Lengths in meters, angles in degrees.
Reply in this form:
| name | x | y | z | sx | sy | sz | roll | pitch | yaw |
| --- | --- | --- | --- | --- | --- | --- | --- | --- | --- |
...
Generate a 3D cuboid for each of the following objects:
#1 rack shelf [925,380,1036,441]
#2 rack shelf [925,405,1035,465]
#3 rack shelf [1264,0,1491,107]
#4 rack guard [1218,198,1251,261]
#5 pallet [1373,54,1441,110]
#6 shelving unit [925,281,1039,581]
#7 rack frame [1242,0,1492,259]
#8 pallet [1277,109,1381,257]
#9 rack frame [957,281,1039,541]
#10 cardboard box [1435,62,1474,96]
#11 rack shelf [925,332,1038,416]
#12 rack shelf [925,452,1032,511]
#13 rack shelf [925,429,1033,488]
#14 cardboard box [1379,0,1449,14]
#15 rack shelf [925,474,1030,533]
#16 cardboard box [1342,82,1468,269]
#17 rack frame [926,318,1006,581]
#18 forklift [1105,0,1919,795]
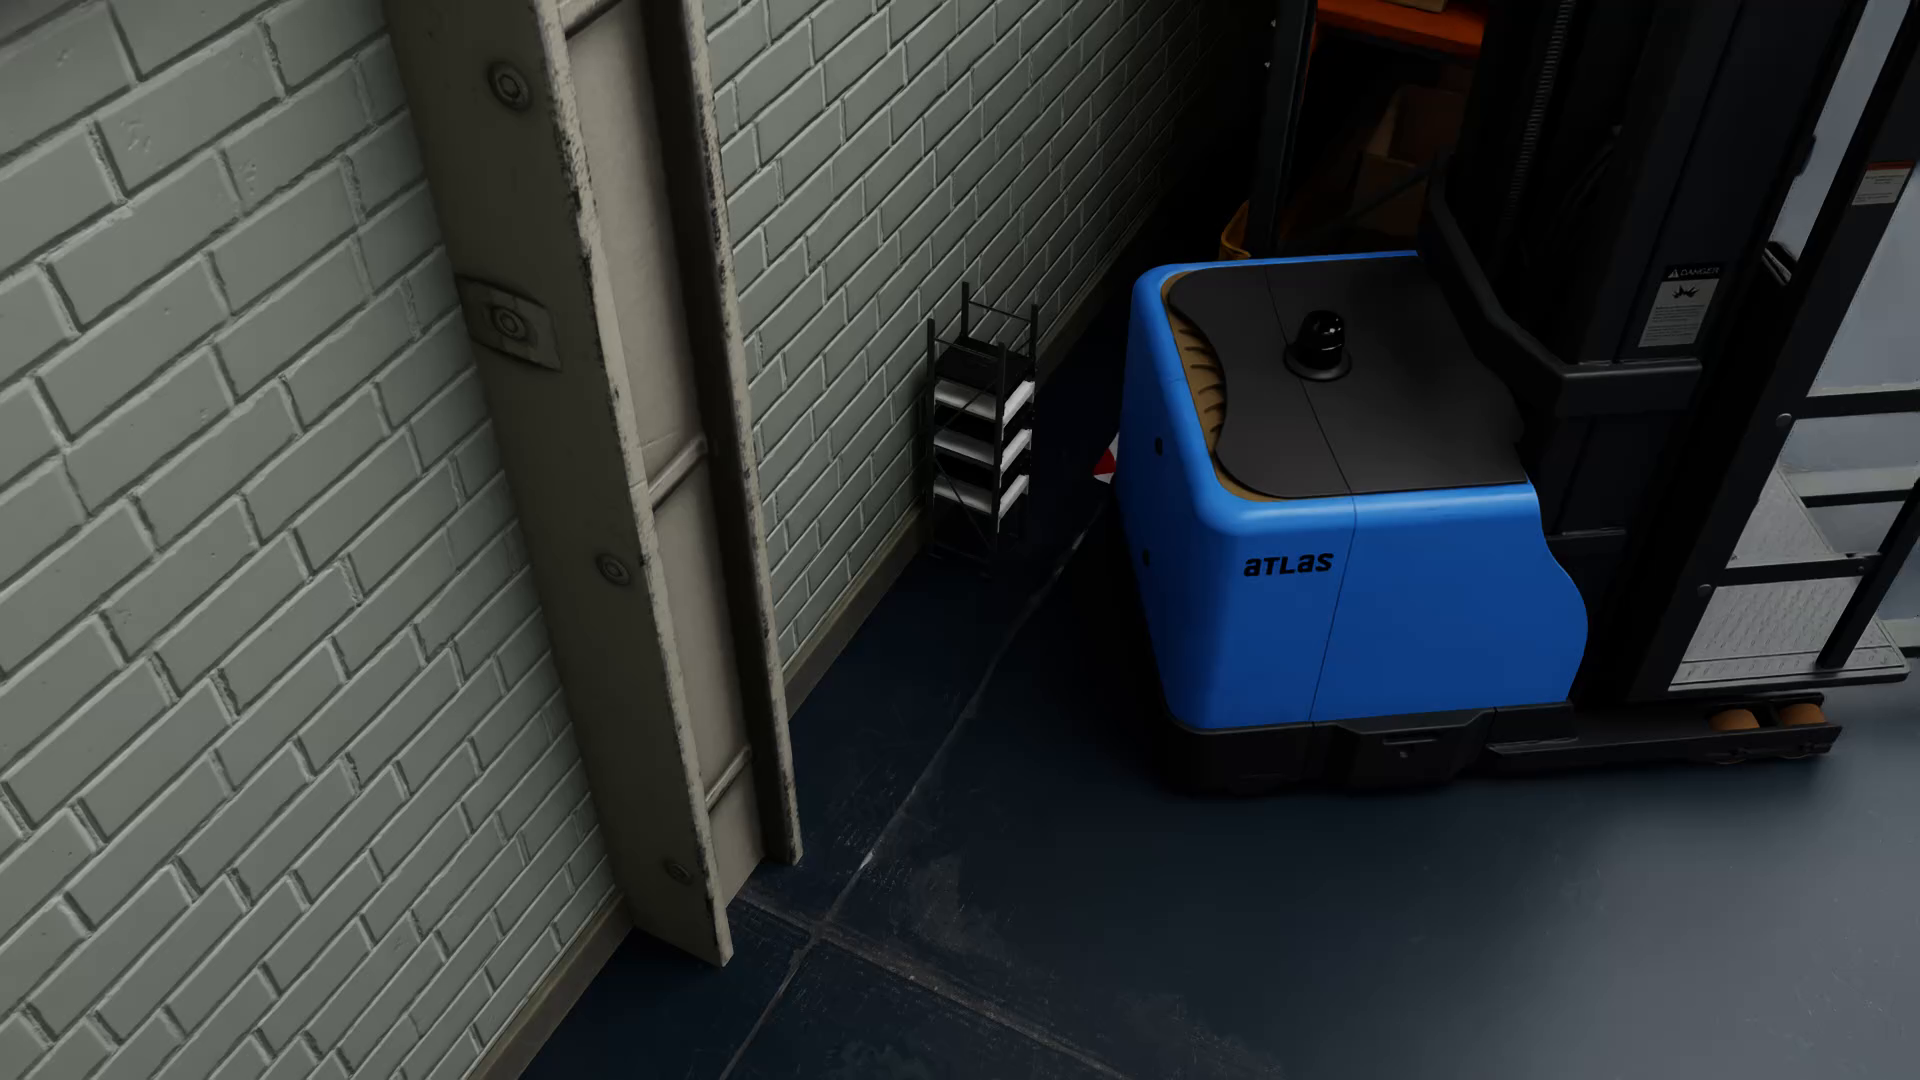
| name | x | y | z | sx | sy | sz | roll | pitch | yaw |
| --- | --- | --- | --- | --- | --- | --- | --- | --- | --- |
| rack shelf | 0.060 | -0.411 | 4.812 | 0.258 | 0.077 | 0.200 | 21 | 47 | 19 |
| rack shelf | 0.058 | -0.346 | 4.874 | 0.258 | 0.077 | 0.200 | 21 | 47 | 19 |
| rack shelf | 2.337 | -2.559 | 6.176 | 1.077 | 0.370 | 4.000 | 20 | 49 | 19 |
| rack guard | 1.444 | -0.722 | 5.612 | 1.175 | 0.500 | 0.348 | 20 | 49 | 19 |
| pallet | 2.380 | -1.888 | 6.968 | 1.003 | 0.211 | 1.213 | 20 | 49 | 19 |
| shelving unit | 0.057 | -0.305 | 4.913 | 0.258 | 0.900 | 0.210 | 21 | 47 | 19 |
| rack frame | 1.408 | -1.552 | 4.675 | 1.000 | 3.000 | 0.127 | 20 | 49 | 19 |
| pallet | 1.813 | -1.122 | 6.211 | 1.003 | 0.211 | 1.213 | 20 | 49 | 19 |
| rack frame | 0.105 | -0.366 | 4.979 | 0.240 | 0.900 | 0.006 | 21 | 47 | 19 |
| cardboard box | 2.207 | -1.701 | 6.284 | 0.700 | 0.500 | 0.500 | 22 | 49 | 21 |
| rack shelf | 0.062 | -0.476 | 4.750 | 0.258 | 0.077 | 0.200 | 21 | 47 | 19 |
| rack shelf | 0.055 | -0.215 | 4.998 | 0.258 | 0.077 | 0.200 | 21 | 47 | 19 |
| rack shelf | 0.057 | -0.280 | 4.936 | 0.258 | 0.077 | 0.200 | 21 | 47 | 19 |
| cardboard box | 1.324 | -1.761 | 5.059 | 0.380 | 0.149 | 0.250 | 20 | 49 | 19 |
| rack shelf | 0.054 | -0.150 | 5.060 | 0.258 | 0.077 | 0.200 | 21 | 47 | 19 |
| cardboard box | 1.776 | -1.176 | 5.764 | 0.797 | 0.503 | 0.637 | 19 | 48 | 18 |
| rack frame | 0.010 | -0.244 | 4.847 | 0.240 | 0.900 | 0.006 | 21 | 47 | 19 |
| forklift | 1.999 | -0.779 | 3.959 | 3.031 | 2.935 | 1.130 | -4 | 45 | -4 |
